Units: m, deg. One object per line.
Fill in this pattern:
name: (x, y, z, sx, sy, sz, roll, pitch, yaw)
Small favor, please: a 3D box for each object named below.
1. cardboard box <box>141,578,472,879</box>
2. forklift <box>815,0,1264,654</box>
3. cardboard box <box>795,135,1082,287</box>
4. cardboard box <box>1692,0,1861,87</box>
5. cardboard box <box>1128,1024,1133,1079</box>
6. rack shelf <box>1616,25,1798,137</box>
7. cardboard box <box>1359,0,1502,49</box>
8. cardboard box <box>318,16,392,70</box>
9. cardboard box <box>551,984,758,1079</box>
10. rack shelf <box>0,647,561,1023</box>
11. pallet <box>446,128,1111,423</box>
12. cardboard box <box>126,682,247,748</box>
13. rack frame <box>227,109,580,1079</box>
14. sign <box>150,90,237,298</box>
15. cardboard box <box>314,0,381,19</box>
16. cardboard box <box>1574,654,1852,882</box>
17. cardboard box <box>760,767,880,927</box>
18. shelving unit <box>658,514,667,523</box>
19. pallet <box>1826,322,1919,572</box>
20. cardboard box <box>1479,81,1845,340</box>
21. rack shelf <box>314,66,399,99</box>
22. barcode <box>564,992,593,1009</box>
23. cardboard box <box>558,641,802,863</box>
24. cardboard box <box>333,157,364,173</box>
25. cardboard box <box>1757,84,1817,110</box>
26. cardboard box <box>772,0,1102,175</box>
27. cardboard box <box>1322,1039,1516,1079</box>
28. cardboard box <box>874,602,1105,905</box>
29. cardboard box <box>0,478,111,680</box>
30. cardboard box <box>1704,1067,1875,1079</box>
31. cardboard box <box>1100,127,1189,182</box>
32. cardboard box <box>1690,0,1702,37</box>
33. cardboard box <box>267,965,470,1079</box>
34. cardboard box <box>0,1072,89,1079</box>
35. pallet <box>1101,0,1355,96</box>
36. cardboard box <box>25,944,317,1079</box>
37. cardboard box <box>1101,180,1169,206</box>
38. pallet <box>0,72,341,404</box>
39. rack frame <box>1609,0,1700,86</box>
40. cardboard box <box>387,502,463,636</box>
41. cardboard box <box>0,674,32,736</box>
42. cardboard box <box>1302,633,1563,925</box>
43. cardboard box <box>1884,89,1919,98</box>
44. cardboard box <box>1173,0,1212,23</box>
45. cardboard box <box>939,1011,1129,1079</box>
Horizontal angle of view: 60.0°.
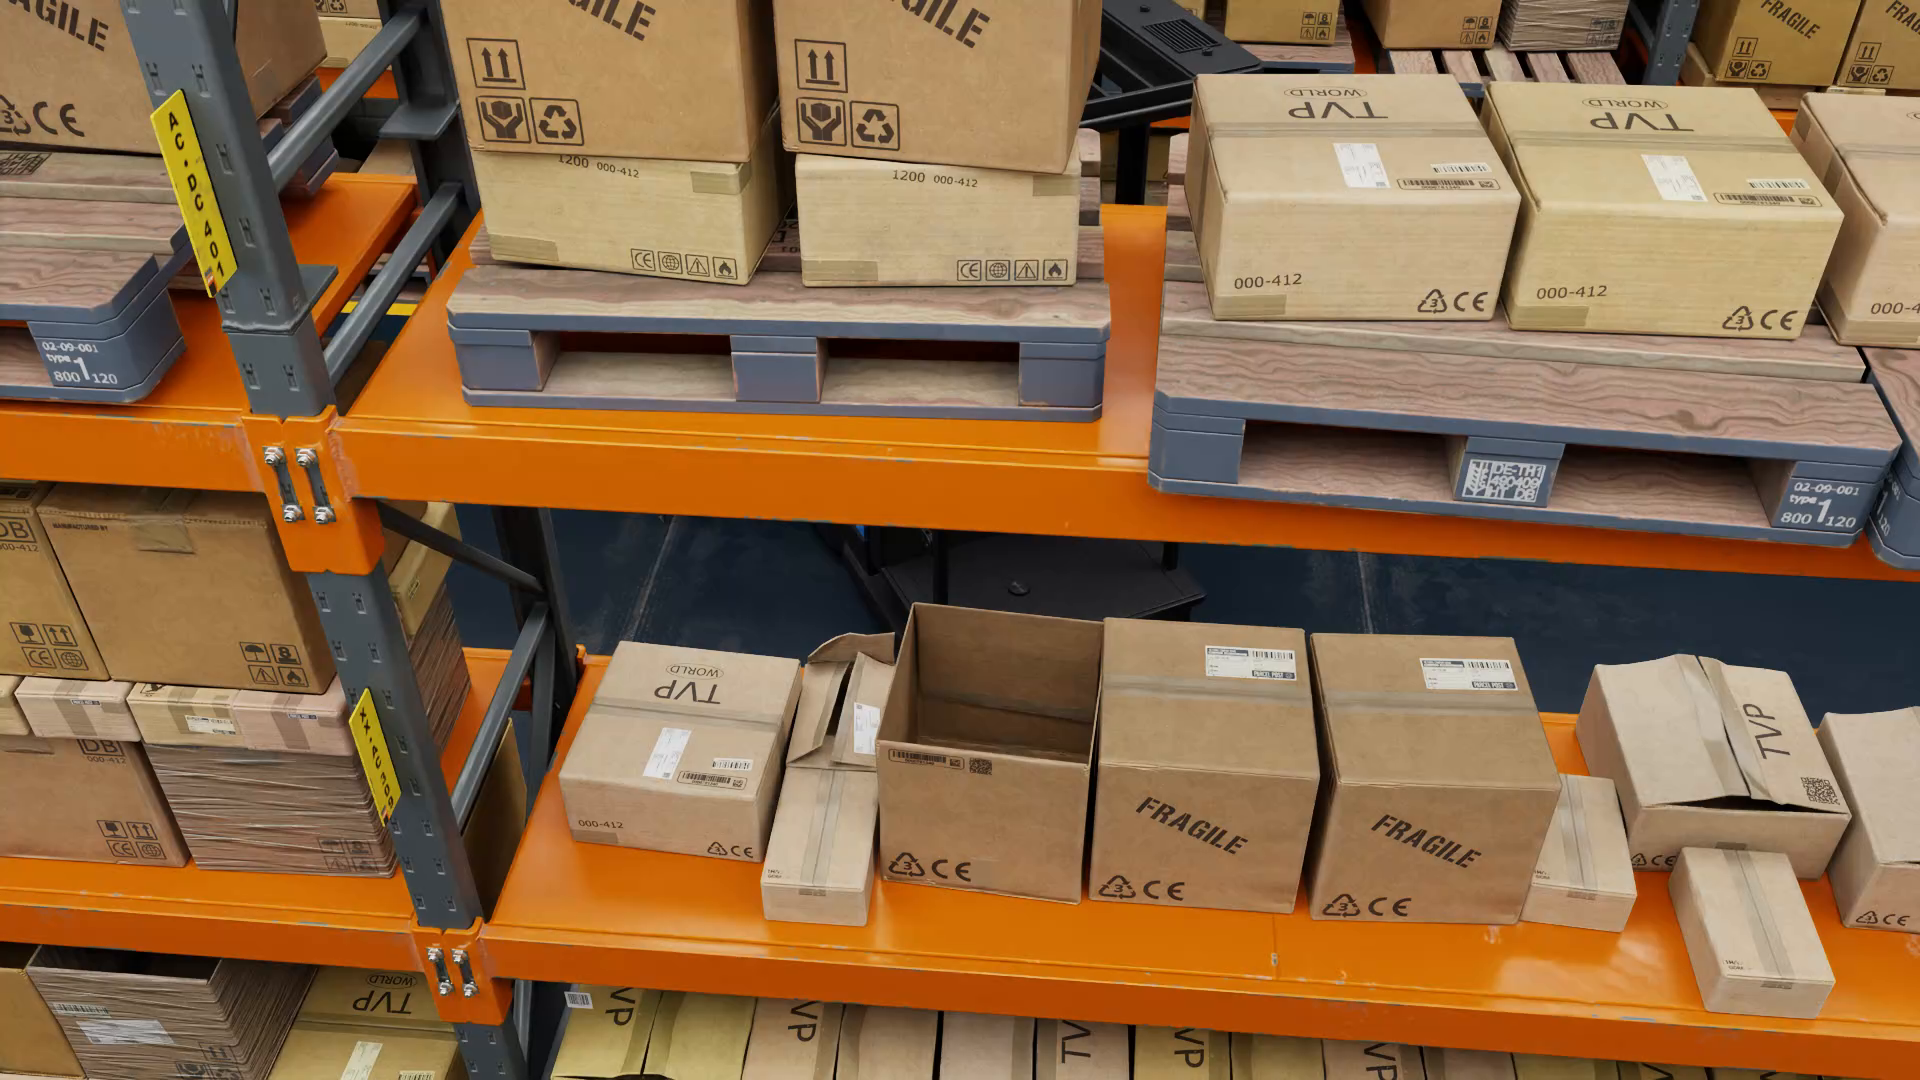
cardboard box: (-1.644, 0.425, 4.272, 0.500, 0.500, 0.700, 2, 39, 3)
forklift: (0.265, -0.776, 5.881, 1.130, 2.935, 3.031, -16, 42, -19)
cardboard box: (-0.041, -0.716, 3.163, 0.500, 0.250, 0.500, 0, 39, -1)
cardboard box: (3.670, -2.388, 7.477, 0.500, 0.500, 0.500, 4, 39, 5)
cardboard box: (0.712, 1.649, 4.693, 0.500, 0.250, 0.500, 4, 39, 5)
rack shelf: (5.200, -2.025, 7.932, 4.000, 0.370, 1.077, 3, 39, 4)
cardboard box: (2.180, -2.656, 7.709, 0.500, 0.500, 0.700, 0, 39, 0)
cardboard box: (-2.775, -2.493, 8.039, 0.500, 0.250, 0.500, 3, 39, 4)
cardboard box: (-0.811, 1.350, 4.617, 0.500, 0.311, 0.500, 3, 39, 4)
rack shelf: (-3.194, 0.655, 4.640, 4.000, 0.370, 1.077, 3, 39, 4)
pallet: (-0.321, -0.565, 3.343, 1.217, 0.209, 0.805, 2, 39, 2)
cardboard box: (-1.737, 0.299, 3.913, 0.250, 0.149, 0.380, 2, 39, 3)
rack frame: (-1.201, 0.484, 4.279, 0.127, 3.000, 1.000, 3, 39, 4)
sign: (-1.247, -0.561, 2.715, 0.005, 0.325, 0.100, 3, 39, 4)
cardboard box: (-2.792, -2.789, 7.809, 0.500, 0.500, 0.500, 4, 39, 5)
cardboard box: (1.910, 0.566, 4.249, 0.500, 0.311, 0.500, 3, 39, 3)
cardboard box: (-0.336, 0.759, 4.141, 0.250, 0.149, 0.380, 3, 39, 4)
shelving unit: (-1.169, -0.691, 7.149, 0.503, 1.200, 0.258, -24, 45, -26)
pallet: (2.100, -0.369, 3.100, 1.003, 0.211, 1.213, 5, 39, 6)
cardboard box: (1.234, -0.611, 3.034, 0.500, 0.250, 0.500, 2, 39, 3)
rack shelf: (-2.770, -2.461, 8.467, 4.000, 0.370, 1.077, 3, 39, 4)
barcode: (-0.983, 1.187, 4.287, 0.075, 0.075, 0.001, 3, 39, 4)
cardboard box: (-0.707, 0.542, 4.327, 0.500, 0.250, 0.500, 5, 39, 7)
cardboard box: (-3.513, -1.852, 8.930, 0.500, 0.311, 0.500, 6, 40, 8)
cardboard box: (3.766, -2.141, 7.687, 0.250, 0.149, 0.380, 4, 39, 4)
cardboard box: (-0.021, -1.000, 2.918, 0.500, 0.500, 0.500, 7, 40, 8)
cardboard box: (1.220, 1.461, 4.480, 0.500, 0.311, 0.500, 3, 39, 4)
cardboard box: (0.088, 0.526, 4.148, 0.500, 0.500, 0.500, 6, 40, 7)
cardboard box: (-2.147, -0.104, 3.895, 0.500, 0.500, 0.700, 3, 39, 4)
cardboard box: (2.241, 1.515, 4.414, 0.500, 0.311, 0.500, 4, 39, 5)
cardboard box: (0.915, -2.046, 8.425, 0.500, 0.250, 0.500, 2, 39, 3)
cardboard box: (3.701, -2.715, 7.879, 0.500, 0.500, 0.500, 3, 39, 4)
cardboard box: (-1.682, 1.500, 4.876, 0.500, 0.250, 0.500, 3, 39, 4)
cardboard box: (-2.679, 1.449, 4.939, 0.500, 0.250, 0.500, 3, 39, 4)
pallet: (1.232, -2.421, 8.000, 1.213, 0.211, 1.003, 3, 39, 4)
cardboard box: (-2.179, 1.175, 4.682, 0.500, 0.500, 0.500, 3, 39, 4)
cardboard box: (0.981, -1.753, 8.659, 0.500, 0.500, 0.700, 4, 39, 4)
pallet: (-2.053, -0.675, 3.397, 1.213, 0.211, 1.003, 3, 39, 4)
rack frame: (3.208, -2.413, 7.839, 0.127, 3.000, 1.000, 3, 39, 4)
cardboard box: (-1.452, 0.058, 4.210, 0.250, 0.149, 0.380, 3, 39, 4)
cardboard box: (-2.259, 0.273, 3.946, 0.250, 0.149, 0.380, 3, 39, 4)
cardboard box: (1.111, 0.582, 4.079, 0.500, 0.500, 0.500, 1, 39, 1)
cardboard box: (4.285, -2.137, 7.683, 0.250, 0.149, 0.380, 3, 39, 3)
cardboard box: (0.942, -2.740, 7.813, 0.500, 0.500, 0.700, 8, 40, 10)
cardboard box: (0.203, 1.408, 4.546, 0.500, 0.311, 0.500, 2, 39, 2)
